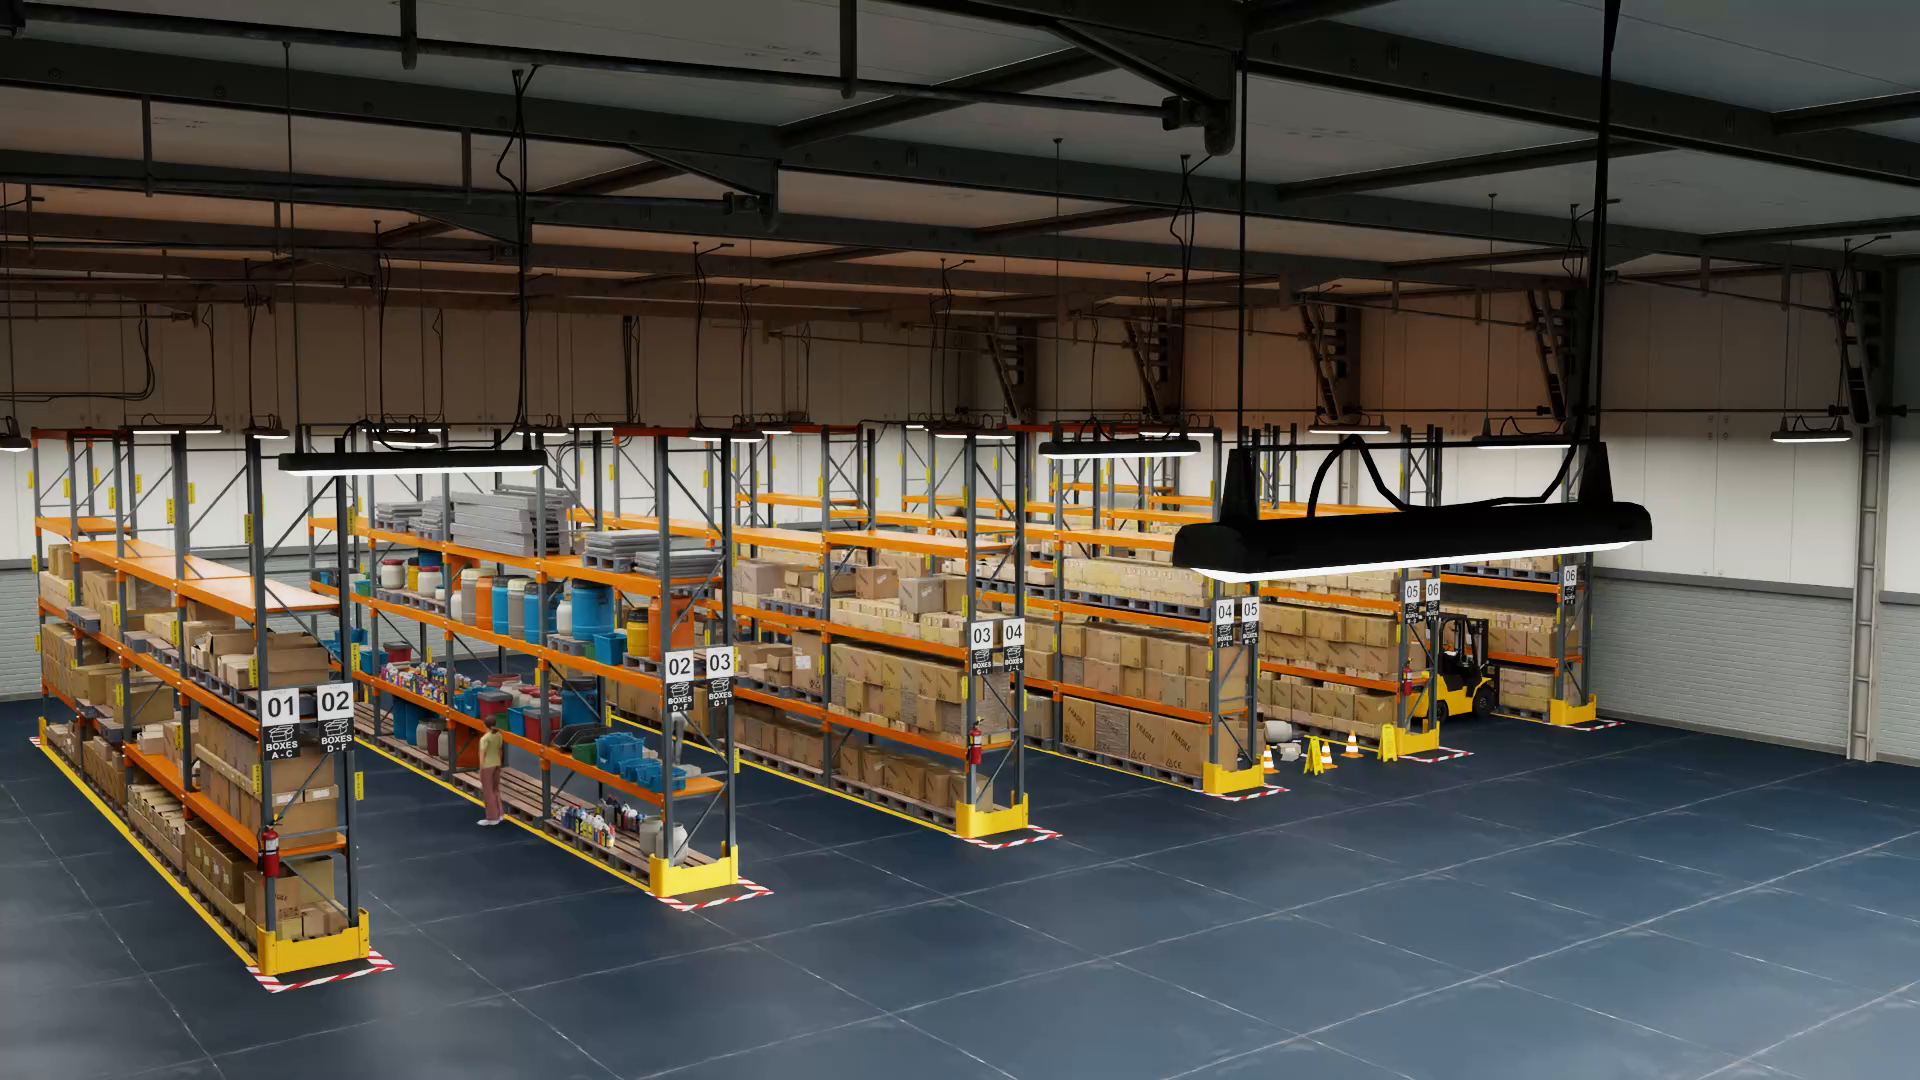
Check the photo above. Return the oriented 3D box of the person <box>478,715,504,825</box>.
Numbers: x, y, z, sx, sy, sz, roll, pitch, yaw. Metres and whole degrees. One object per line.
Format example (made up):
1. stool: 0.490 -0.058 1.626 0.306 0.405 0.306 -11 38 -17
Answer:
1. person: -7.163 3.512 25.338 0.341 1.707 0.527 2 5 21

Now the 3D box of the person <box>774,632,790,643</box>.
1. person: -4.922 1.960 44.785 0.533 1.680 0.681 2 5 19

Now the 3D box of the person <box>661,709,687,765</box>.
1. person: -5.068 3.166 29.441 0.477 1.682 0.497 0 4 -3
